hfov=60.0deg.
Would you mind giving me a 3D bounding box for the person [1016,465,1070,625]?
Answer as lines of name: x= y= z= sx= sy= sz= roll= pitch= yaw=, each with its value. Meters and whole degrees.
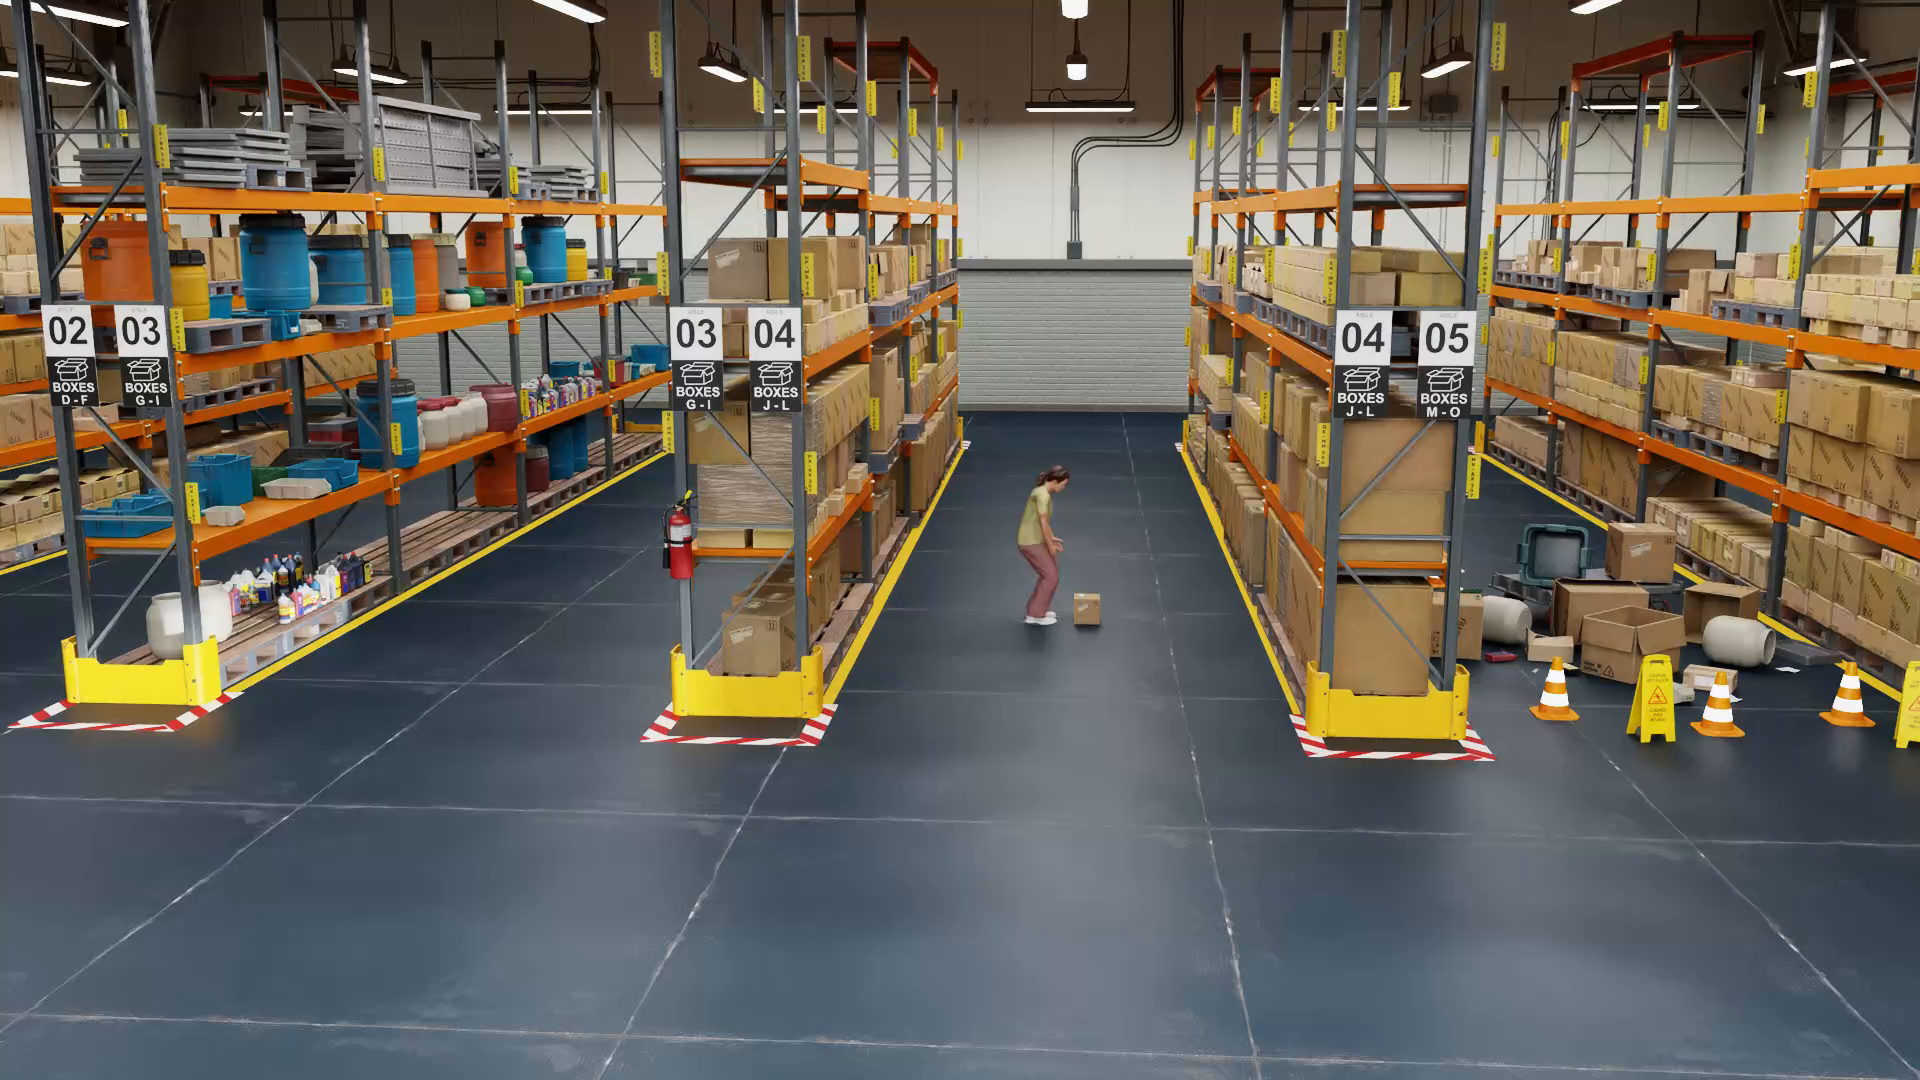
person: x=0.803 y=0.033 z=16.155 sx=0.510 sy=1.537 sz=0.494 roll=1 pitch=11 yaw=5
